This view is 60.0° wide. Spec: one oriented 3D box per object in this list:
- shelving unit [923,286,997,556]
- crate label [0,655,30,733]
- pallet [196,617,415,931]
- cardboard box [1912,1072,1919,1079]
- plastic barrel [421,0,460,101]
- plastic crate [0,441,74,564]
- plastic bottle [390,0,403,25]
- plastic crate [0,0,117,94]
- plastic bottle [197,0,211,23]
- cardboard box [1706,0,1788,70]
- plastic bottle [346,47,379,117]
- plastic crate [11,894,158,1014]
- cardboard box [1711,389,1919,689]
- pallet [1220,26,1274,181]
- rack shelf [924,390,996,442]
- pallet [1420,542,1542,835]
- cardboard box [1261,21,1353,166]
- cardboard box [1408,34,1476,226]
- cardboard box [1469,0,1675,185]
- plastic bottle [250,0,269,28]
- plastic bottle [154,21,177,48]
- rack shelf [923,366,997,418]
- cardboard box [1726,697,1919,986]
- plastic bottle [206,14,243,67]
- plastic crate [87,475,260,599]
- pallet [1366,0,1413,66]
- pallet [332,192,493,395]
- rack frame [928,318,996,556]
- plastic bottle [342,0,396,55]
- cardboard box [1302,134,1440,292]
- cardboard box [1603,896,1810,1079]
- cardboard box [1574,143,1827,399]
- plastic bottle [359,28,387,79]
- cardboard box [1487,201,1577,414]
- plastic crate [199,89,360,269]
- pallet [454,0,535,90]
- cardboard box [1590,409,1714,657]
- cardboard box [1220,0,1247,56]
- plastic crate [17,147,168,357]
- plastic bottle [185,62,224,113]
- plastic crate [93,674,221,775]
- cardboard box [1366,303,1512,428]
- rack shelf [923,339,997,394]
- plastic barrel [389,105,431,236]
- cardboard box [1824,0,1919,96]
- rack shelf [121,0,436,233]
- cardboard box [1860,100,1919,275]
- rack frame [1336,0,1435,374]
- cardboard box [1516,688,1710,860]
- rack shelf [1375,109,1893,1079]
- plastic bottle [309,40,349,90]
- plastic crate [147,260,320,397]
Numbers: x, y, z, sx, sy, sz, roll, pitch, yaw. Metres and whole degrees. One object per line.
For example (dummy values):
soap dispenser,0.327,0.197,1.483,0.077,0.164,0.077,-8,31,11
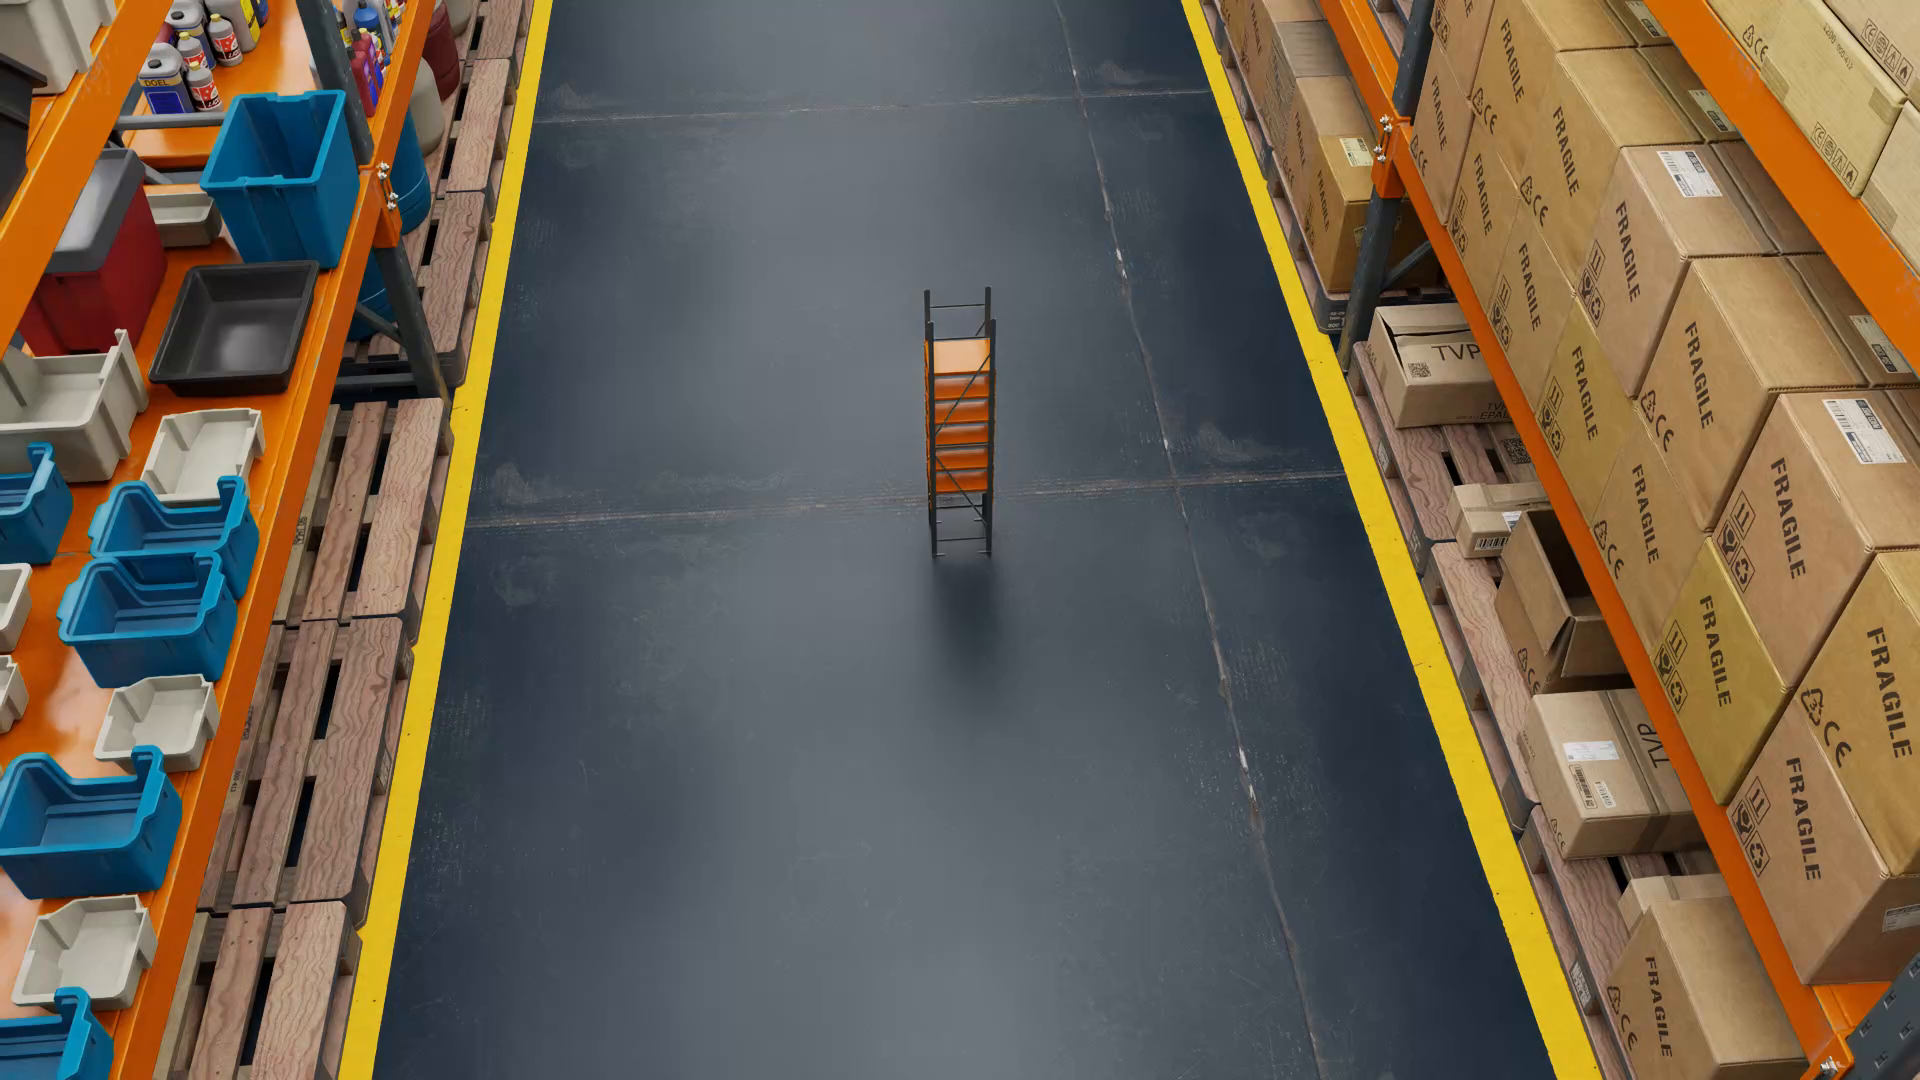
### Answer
shelving unit,-0.001,-0.423,6.324,0.258,1.200,0.189,-3,47,-3
crate label,-2.699,0.423,4.424,0.396,0.136,0.243,-3,47,-3
pallet,-2.522,0.821,5.827,1.003,0.211,1.213,-3,47,-3
cardboard box,2.851,1.549,4.877,0.380,0.149,0.250,-3,47,-3
plastic barrel,-2.910,-2.591,8.510,0.600,0.588,0.708,-3,47,-3
plastic crate,-2.820,-0.091,4.844,0.416,0.233,0.300,-3,47,-3
plastic bottle,-2.408,-2.262,6.963,0.097,0.201,0.097,0,47,0
plastic crate,-2.271,-1.271,3.903,0.437,0.282,0.530,-3,47,-3
plastic bottle,-3.131,-2.180,6.783,0.144,0.351,0.185,-3,47,-3
cardboard box,2.126,-1.378,4.026,0.500,0.250,0.500,-3,47,-3
plastic bottle,-2.333,-1.803,6.472,0.061,0.283,0.133,-3,47,-3
plastic crate,-2.030,0.977,3.899,0.250,0.136,0.298,-3,47,-3
cardboard box,2.189,-0.005,3.931,0.500,0.500,0.500,-2,47,-2
pallet,1.998,-2.362,8.842,1.003,0.211,1.213,-3,47,-3
rack shelf,-0.001,-0.475,6.269,0.258,0.103,0.180,-3,47,-3
pallet,2.371,0.490,6.140,1.003,0.211,1.213,-3,47,-3
cardboard box,1.807,-2.203,8.189,0.500,0.500,0.500,-3,47,-3
cardboard box,1.980,-1.499,6.035,0.500,0.500,0.500,-2,47,-2
cardboard box,2.012,-1.497,5.344,0.500,0.500,0.500,-5,47,-5
plastic bottle,-3.002,-2.323,6.918,0.144,0.351,0.185,-3,47,-3
plastic bottle,-3.147,-1.942,6.603,0.061,0.283,0.133,-3,47,-3
rack shelf,-0.001,-0.558,6.182,0.258,0.103,0.180,-3,47,-3
cardboard box,2.235,0.702,3.950,0.500,0.500,0.500,-2,47,-2
plastic bottle,-2.990,-2.034,6.748,0.097,0.201,0.097,0,47,0
plastic crate,-2.221,0.011,4.748,0.416,0.233,0.300,-3,47,-3
pallet,2.251,-2.369,7.060,1.003,0.211,1.213,-3,47,-3
pallet,-2.751,-1.154,7.697,1.003,0.211,1.213,-3,47,-3
rack frame,0.006,-0.357,6.262,0.240,1.200,0.006,-3,47,-3
plastic bottle,-2.417,-2.132,6.789,0.152,0.276,0.135,-3,47,-3
cardboard box,1.882,-1.482,7.506,0.500,0.500,0.500,-4,47,-4
cardboard box,2.253,1.374,4.802,0.500,0.500,0.500,-3,47,-3
cardboard box,2.098,-0.752,4.638,0.500,0.500,0.500,-2,47,-2
plastic bottle,-2.372,-1.954,6.671,0.097,0.201,0.097,0,47,0
cardboard box,2.066,-0.767,5.341,0.500,0.500,0.500,-4,47,-4
plastic crate,-2.349,-1.250,5.837,0.392,0.384,0.575,-3,47,-3
pallet,-2.955,-2.919,9.369,1.003,0.211,1.213,-3,47,-3
cardboard box,2.152,-0.034,4.648,0.500,0.500,0.500,-3,47,-3
cardboard box,1.714,-2.948,8.894,0.500,0.500,0.500,-4,47,-4
plastic crate,-2.903,-0.933,5.482,0.402,0.464,0.583,-3,47,-3
plastic bottle,-2.960,-1.770,6.497,0.097,0.201,0.097,0,47,0
plastic crate,-2.086,0.486,4.364,0.250,0.136,0.298,-3,47,-3
cardboard box,2.028,-0.760,6.953,0.500,0.311,0.500,-3,47,-3
rack shelf,-0.001,-0.640,6.095,0.258,0.103,0.180,-3,47,-3
plastic barrel,-2.815,-1.882,7.622,0.600,0.901,0.708,-3,47,-3
cardboard box,2.166,-1.188,3.502,0.500,0.250,0.500,-3,47,-3
rack shelf,-2.895,-2.751,7.785,1.077,0.370,4.000,-3,47,-3
cardboard box,2.207,-0.654,3.341,0.500,0.250,0.500,-3,47,-3
rack frame,2.209,-1.850,6.436,1.000,3.000,0.127,-3,47,-3
cardboard box,2.203,0.771,5.545,0.500,0.250,0.500,-3,47,-3
rack shelf,2.376,-0.156,5.327,1.077,0.370,4.000,-3,47,-3
plastic bottle,-2.437,-1.838,6.459,0.144,0.351,0.185,-3,47,-3
plastic crate,-2.366,-0.684,5.480,0.437,0.125,0.590,-3,47,-3
